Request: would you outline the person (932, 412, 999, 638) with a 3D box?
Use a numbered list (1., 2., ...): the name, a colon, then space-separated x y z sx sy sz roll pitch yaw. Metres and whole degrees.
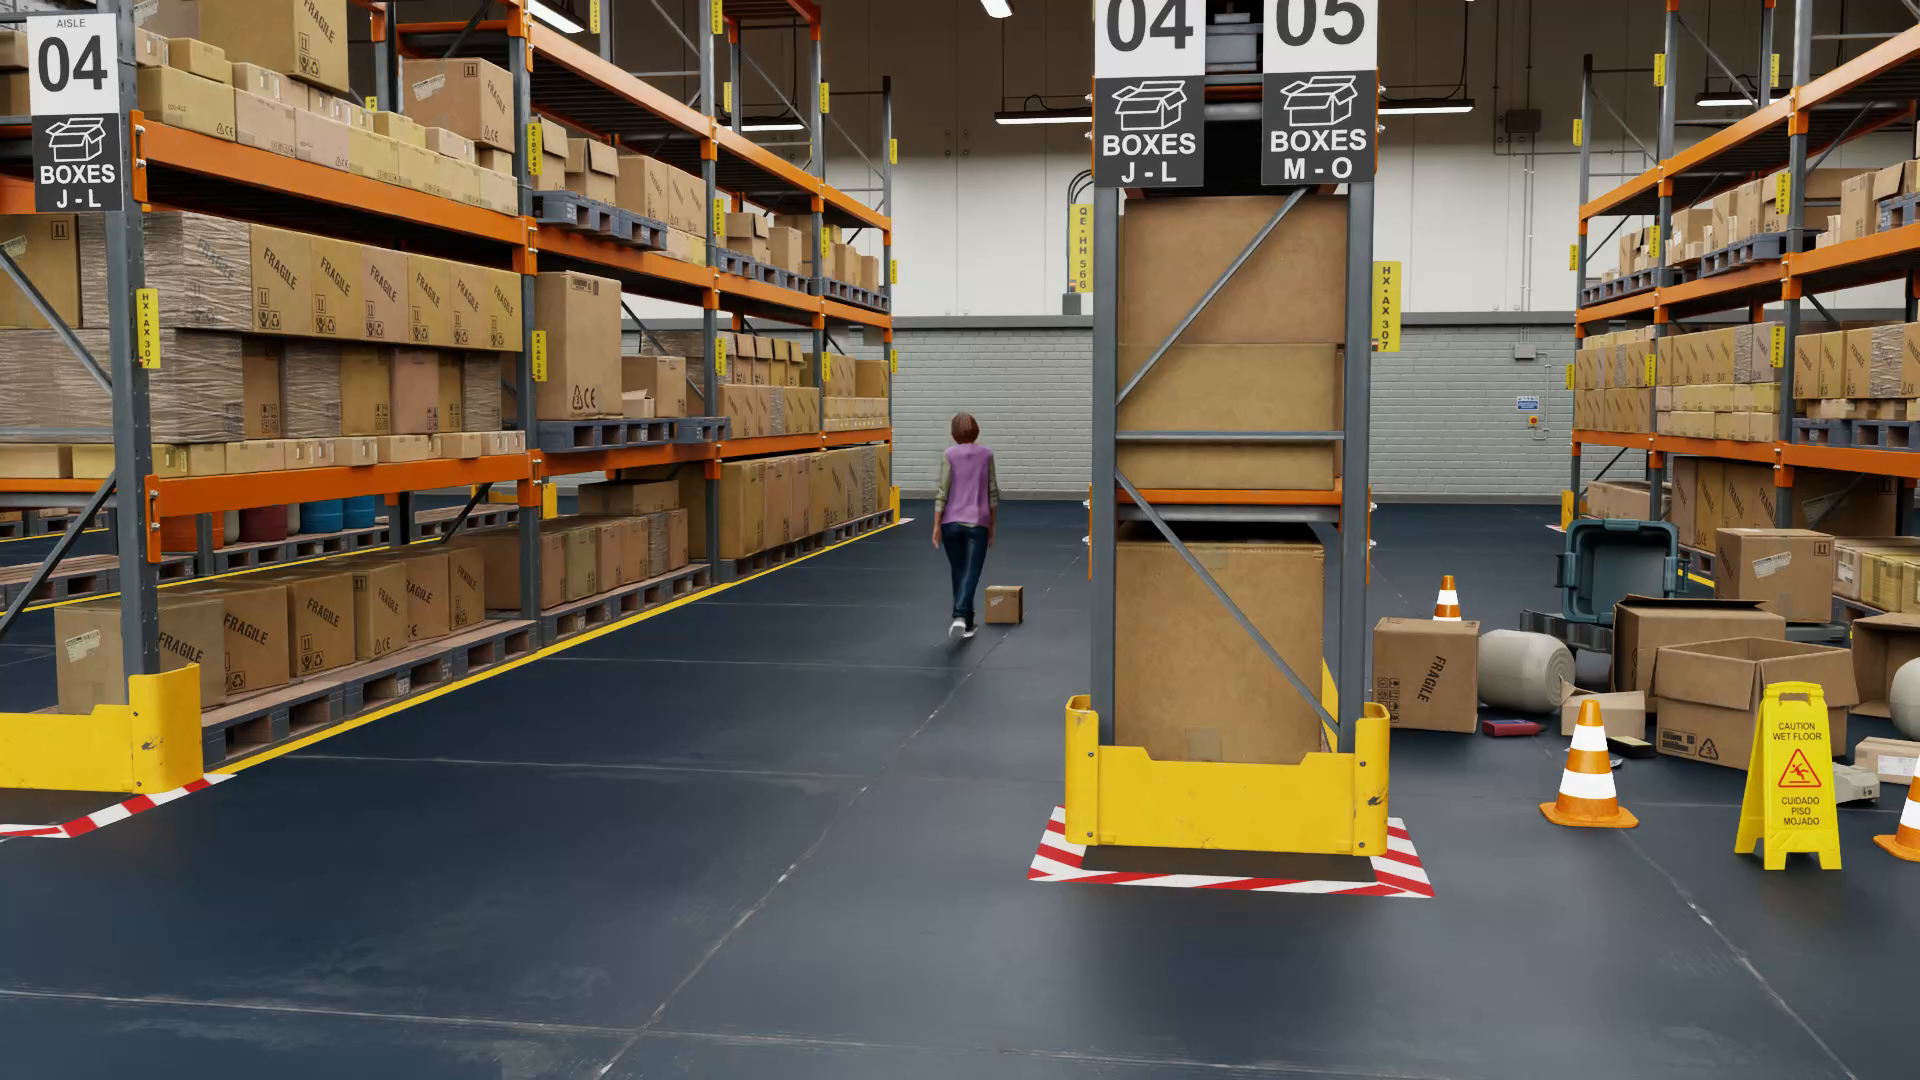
1. person: 0.040 -0.088 11.262 0.436 1.550 0.866 0 5 6
